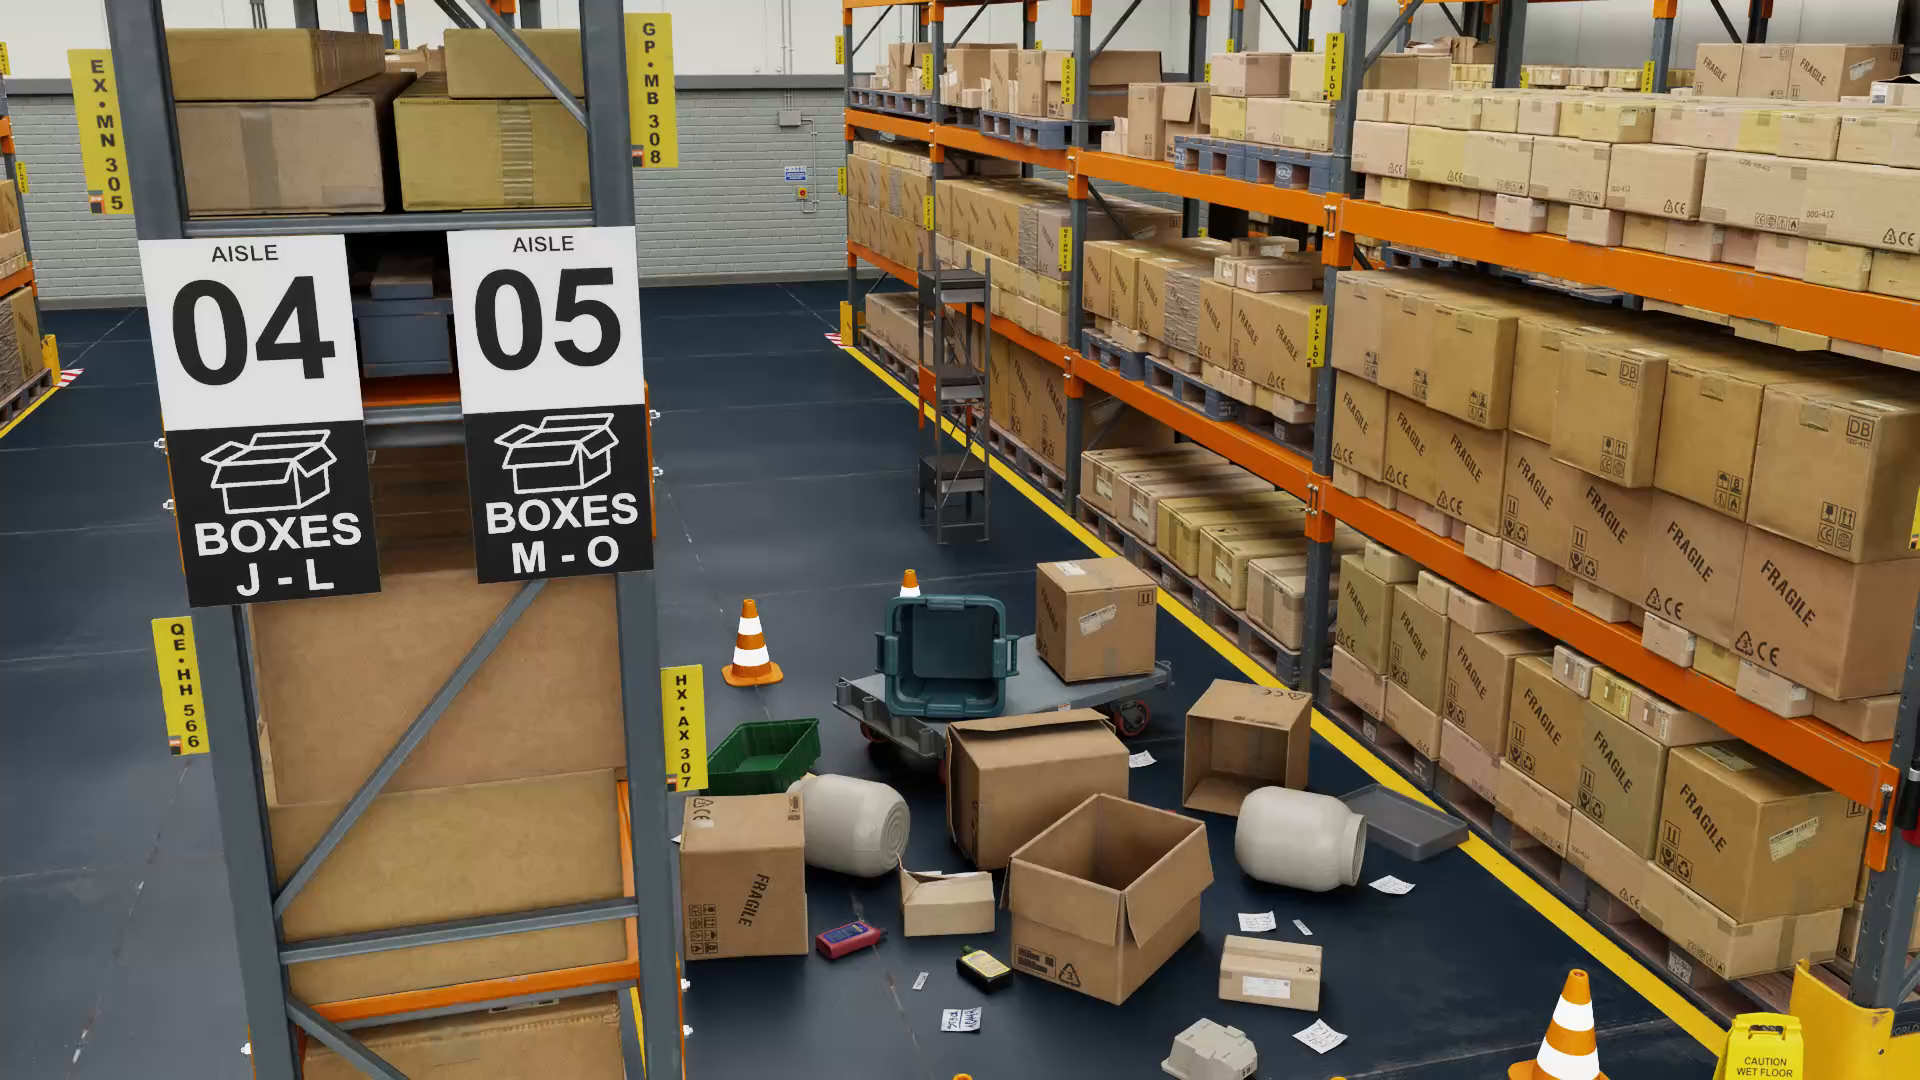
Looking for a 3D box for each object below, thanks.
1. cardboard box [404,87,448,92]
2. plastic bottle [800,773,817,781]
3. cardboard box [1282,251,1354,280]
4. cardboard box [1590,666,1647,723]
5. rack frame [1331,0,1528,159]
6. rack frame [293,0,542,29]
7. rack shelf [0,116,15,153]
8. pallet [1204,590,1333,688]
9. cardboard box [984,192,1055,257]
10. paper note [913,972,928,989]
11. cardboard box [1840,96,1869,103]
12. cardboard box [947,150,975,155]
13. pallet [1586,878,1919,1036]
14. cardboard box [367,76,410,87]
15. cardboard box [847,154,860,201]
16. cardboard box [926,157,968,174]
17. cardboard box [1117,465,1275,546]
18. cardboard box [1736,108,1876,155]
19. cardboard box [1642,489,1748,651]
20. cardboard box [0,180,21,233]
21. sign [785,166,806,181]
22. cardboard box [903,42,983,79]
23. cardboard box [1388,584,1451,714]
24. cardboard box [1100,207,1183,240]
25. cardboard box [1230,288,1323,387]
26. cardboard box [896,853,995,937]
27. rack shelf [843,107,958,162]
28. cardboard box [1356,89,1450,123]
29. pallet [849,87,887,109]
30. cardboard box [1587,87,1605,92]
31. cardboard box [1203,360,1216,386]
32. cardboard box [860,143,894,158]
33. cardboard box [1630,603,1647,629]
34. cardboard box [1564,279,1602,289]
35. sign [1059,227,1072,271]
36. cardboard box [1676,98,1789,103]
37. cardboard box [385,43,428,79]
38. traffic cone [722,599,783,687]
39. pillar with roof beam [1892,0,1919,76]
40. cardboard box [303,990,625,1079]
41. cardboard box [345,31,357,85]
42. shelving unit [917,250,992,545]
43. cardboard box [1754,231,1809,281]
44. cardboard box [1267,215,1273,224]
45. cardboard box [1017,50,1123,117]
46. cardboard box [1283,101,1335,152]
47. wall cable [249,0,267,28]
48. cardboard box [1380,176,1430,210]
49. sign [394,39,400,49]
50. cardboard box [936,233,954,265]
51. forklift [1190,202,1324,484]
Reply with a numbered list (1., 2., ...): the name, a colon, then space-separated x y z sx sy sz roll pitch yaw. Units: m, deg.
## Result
1. cardboard box: -1.234 -1.094 4.506 0.500 0.250 0.500 -5 17 -16
2. plastic bottle: -0.780 1.214 8.303 0.283 0.061 0.133 16 23 42
3. cardboard box: 2.238 -1.722 10.422 0.380 0.149 0.250 -4 17 -12
4. cardboard box: 2.822 0.616 6.806 0.380 0.149 0.250 -4 17 -14
5. rack frame: 2.425 -3.443 8.270 1.000 3.000 0.127 -5 17 -15
6. rack frame: -2.307 -3.023 6.874 1.000 3.000 0.127 -5 17 -15
7. rack shelf: -9.852 -3.644 15.406 1.077 0.370 4.000 -5 17 -15
8. pallet: 2.209 0.551 10.251 1.003 0.211 1.213 -5 17 -15
9. cardboard box: 0.521 -2.745 14.463 0.500 0.500 0.500 -5 17 -16
10. paper note: -0.156 1.751 6.606 0.032 0.001 0.123 4 17 13
11. cardboard box: 6.390 -3.022 11.616 0.380 0.149 0.250 -5 17 -16
12. cardboard box: -0.010 -4.077 17.771 0.380 0.149 0.250 -5 17 -15
13. pallet: 3.314 1.624 6.679 1.003 0.211 1.213 -5 17 -15
14. cardboard box: -2.162 -1.470 5.757 0.500 0.250 0.500 -5 17 -16
15. cardboard box: -1.015 -4.260 19.508 0.500 0.500 0.500 -5 17 -16
16. cardboard box: -0.133 -3.761 16.720 0.380 0.149 0.250 -4 17 -14
17. cardboard box: 1.682 -0.258 11.934 0.950 0.372 0.625 -5 17 -16
18. cardboard box: 3.005 -1.449 5.899 0.380 0.149 0.250 -5 17 -15
19. cardboard box: 2.977 0.080 6.282 0.500 0.500 0.500 -5 17 -15
20. cardboard box: -10.015 -3.421 17.067 0.500 0.500 0.500 -4 17 -15
21. sign: -2.508 -5.589 25.375 0.327 0.218 0.001 -5 17 -15
22. cardboard box: -0.175 -4.888 17.212 0.797 0.503 0.637 -3 17 -11
23. cardboard box: 2.486 0.519 8.256 0.500 0.500 0.500 -4 17 -13
24. cardboard box: 1.425 -2.358 13.177 0.500 0.500 0.500 -5 18 -17
25. cardboard box: 1.940 -1.207 9.837 0.500 0.500 0.500 -5 17 -15
26. cardboard box: -0.064 1.489 7.033 0.396 0.266 0.258 -2 17 -6
27. rack shelf: -0.323 -4.427 18.014 1.077 0.370 4.000 -5 17 -15
28. cardboard box: 2.197 -2.155 8.247 0.380 0.149 0.250 -5 17 -16
29. pallet: -0.659 -5.078 19.084 1.003 0.211 1.213 -5 17 -15
30. cardboard box: 5.668 -3.852 14.415 0.380 0.149 0.250 -4 17 -14
31. cardboard box: 1.751 -1.054 10.454 0.380 0.149 0.250 -5 17 -15
32. cardboard box: -0.940 -4.458 19.040 0.380 0.149 0.250 -4 17 -14
33. cardboard box: 2.954 0.286 6.722 0.380 0.149 0.250 -4 17 -14
34. cardboard box: 5.548 -2.301 14.606 0.380 0.149 0.250 -4 17 -14
35. sign: 0.793 -2.185 12.501 0.100 0.325 0.005 -5 17 -15
36. cardboard box: 3.240 -1.776 6.986 0.380 0.149 0.250 -4 17 -15
37. cardboard box: -3.767 -3.199 11.169 0.396 0.266 0.258 -5 17 -15
38. traffic cone: -1.224 0.575 9.735 0.336 0.463 0.334 -5 17 -15
39. pillar with roof beam: 3.183 -4.313 11.167 9.100 9.000 0.400 -5 17 -15
40. cardboard box: -1.458 1.591 4.906 0.875 0.875 0.875 -5 17 -15
41. cardboard box: -1.976 -1.409 4.861 0.380 0.149 0.250 -5 17 -16
42. shelving unit: -0.045 -1.051 12.302 0.431 2.100 0.503 -5 17 -15
43. cardboard box: 3.017 -0.998 5.784 0.380 0.149 0.250 -4 17 -14
44. cardboard box: 4.045 -3.927 20.053 0.500 0.250 0.500 -5 17 -16
45. cardboard box: 0.871 -3.620 13.172 0.700 0.500 0.500 -6 18 -18
46. cardboard box: 2.125 -2.285 9.163 0.500 0.250 0.500 -5 17 -16
47. wall cable: -8.641 -9.356 22.364 2.277 5.999 0.120 -5 17 -15
48. cardboard box: 2.290 -1.703 8.130 0.380 0.149 0.250 -5 17 -15
49. sign: -6.126 -5.282 18.087 0.100 0.325 0.005 -5 17 -15
50. cardboard box: 0.076 -2.806 15.970 0.500 0.250 0.500 -5 17 -17
51. forklift: 2.851 -2.019 14.079 1.130 2.935 3.031 -10 20 -31
